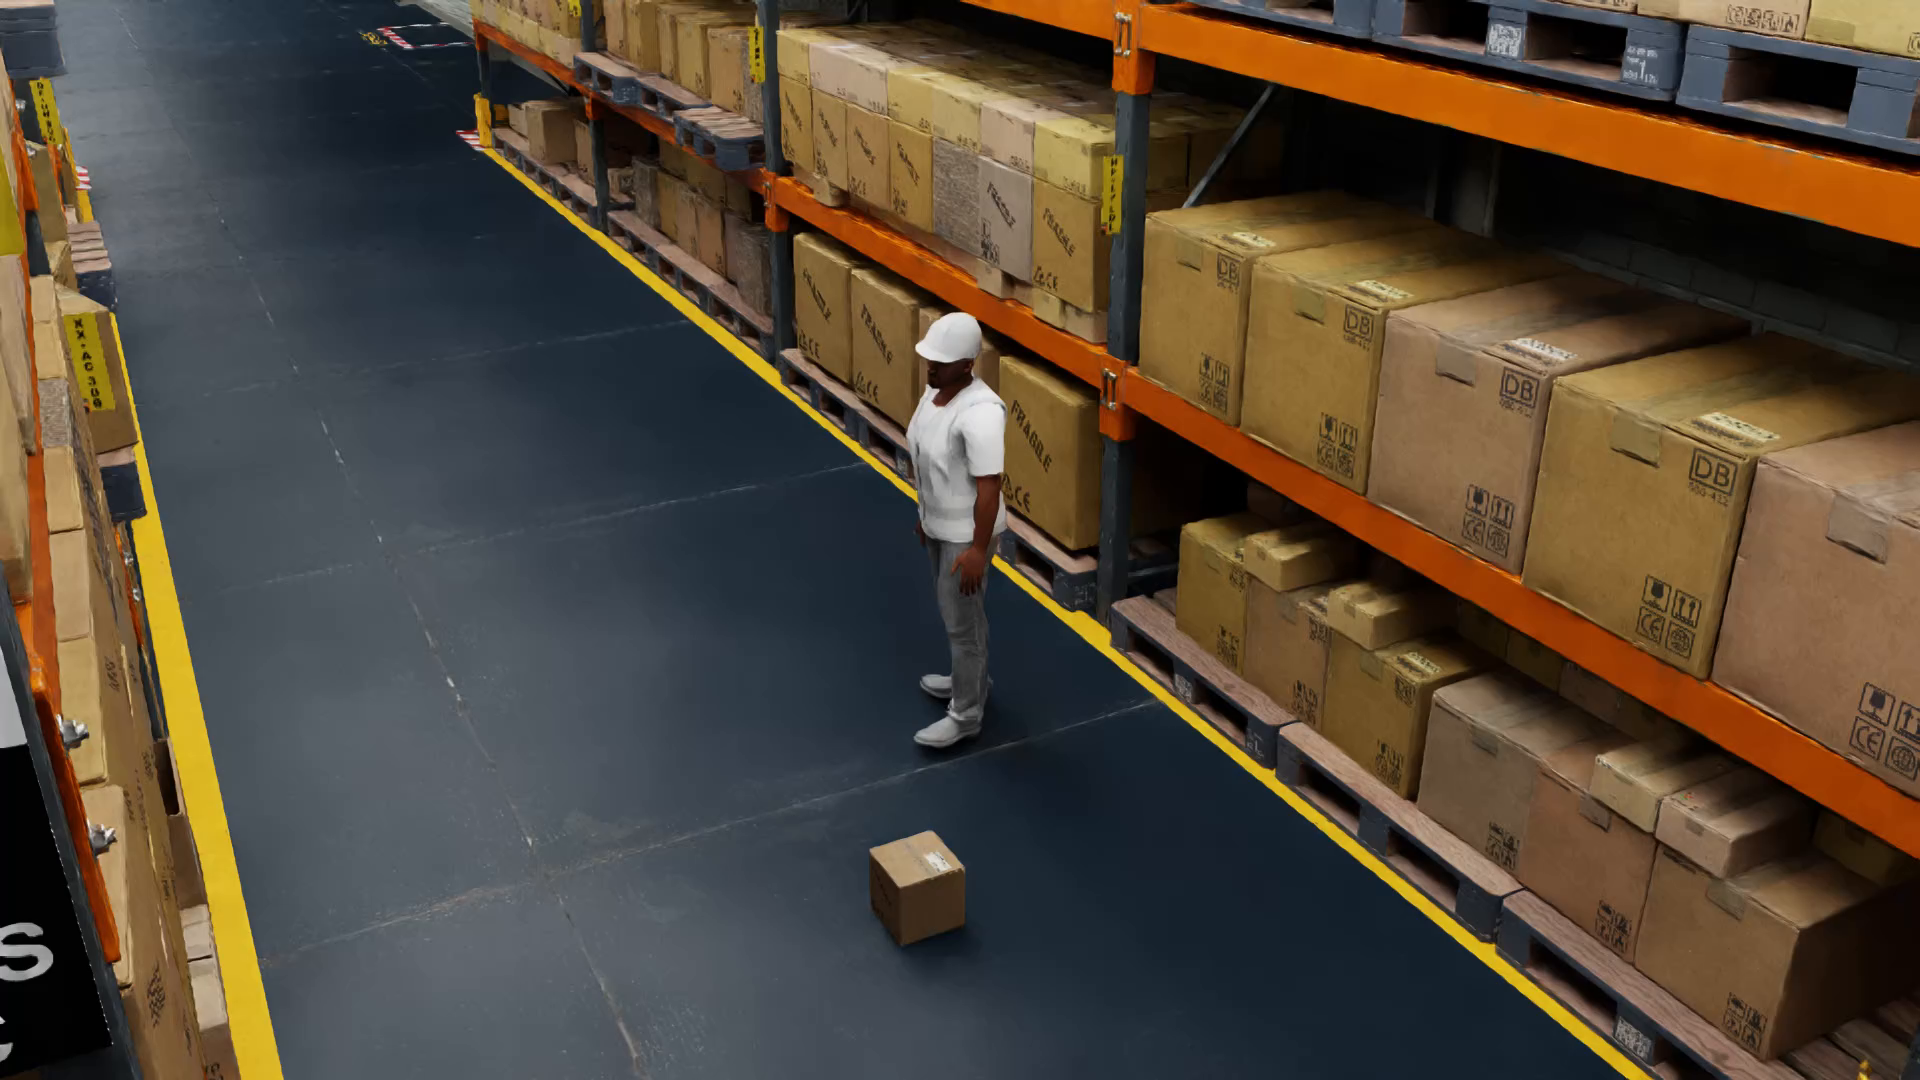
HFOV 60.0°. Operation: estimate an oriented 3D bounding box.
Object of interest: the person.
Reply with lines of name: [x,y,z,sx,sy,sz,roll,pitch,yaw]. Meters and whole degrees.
person: [-0.036,-0.048,6.614,0.434,1.767,0.640,-8,27,-17]
